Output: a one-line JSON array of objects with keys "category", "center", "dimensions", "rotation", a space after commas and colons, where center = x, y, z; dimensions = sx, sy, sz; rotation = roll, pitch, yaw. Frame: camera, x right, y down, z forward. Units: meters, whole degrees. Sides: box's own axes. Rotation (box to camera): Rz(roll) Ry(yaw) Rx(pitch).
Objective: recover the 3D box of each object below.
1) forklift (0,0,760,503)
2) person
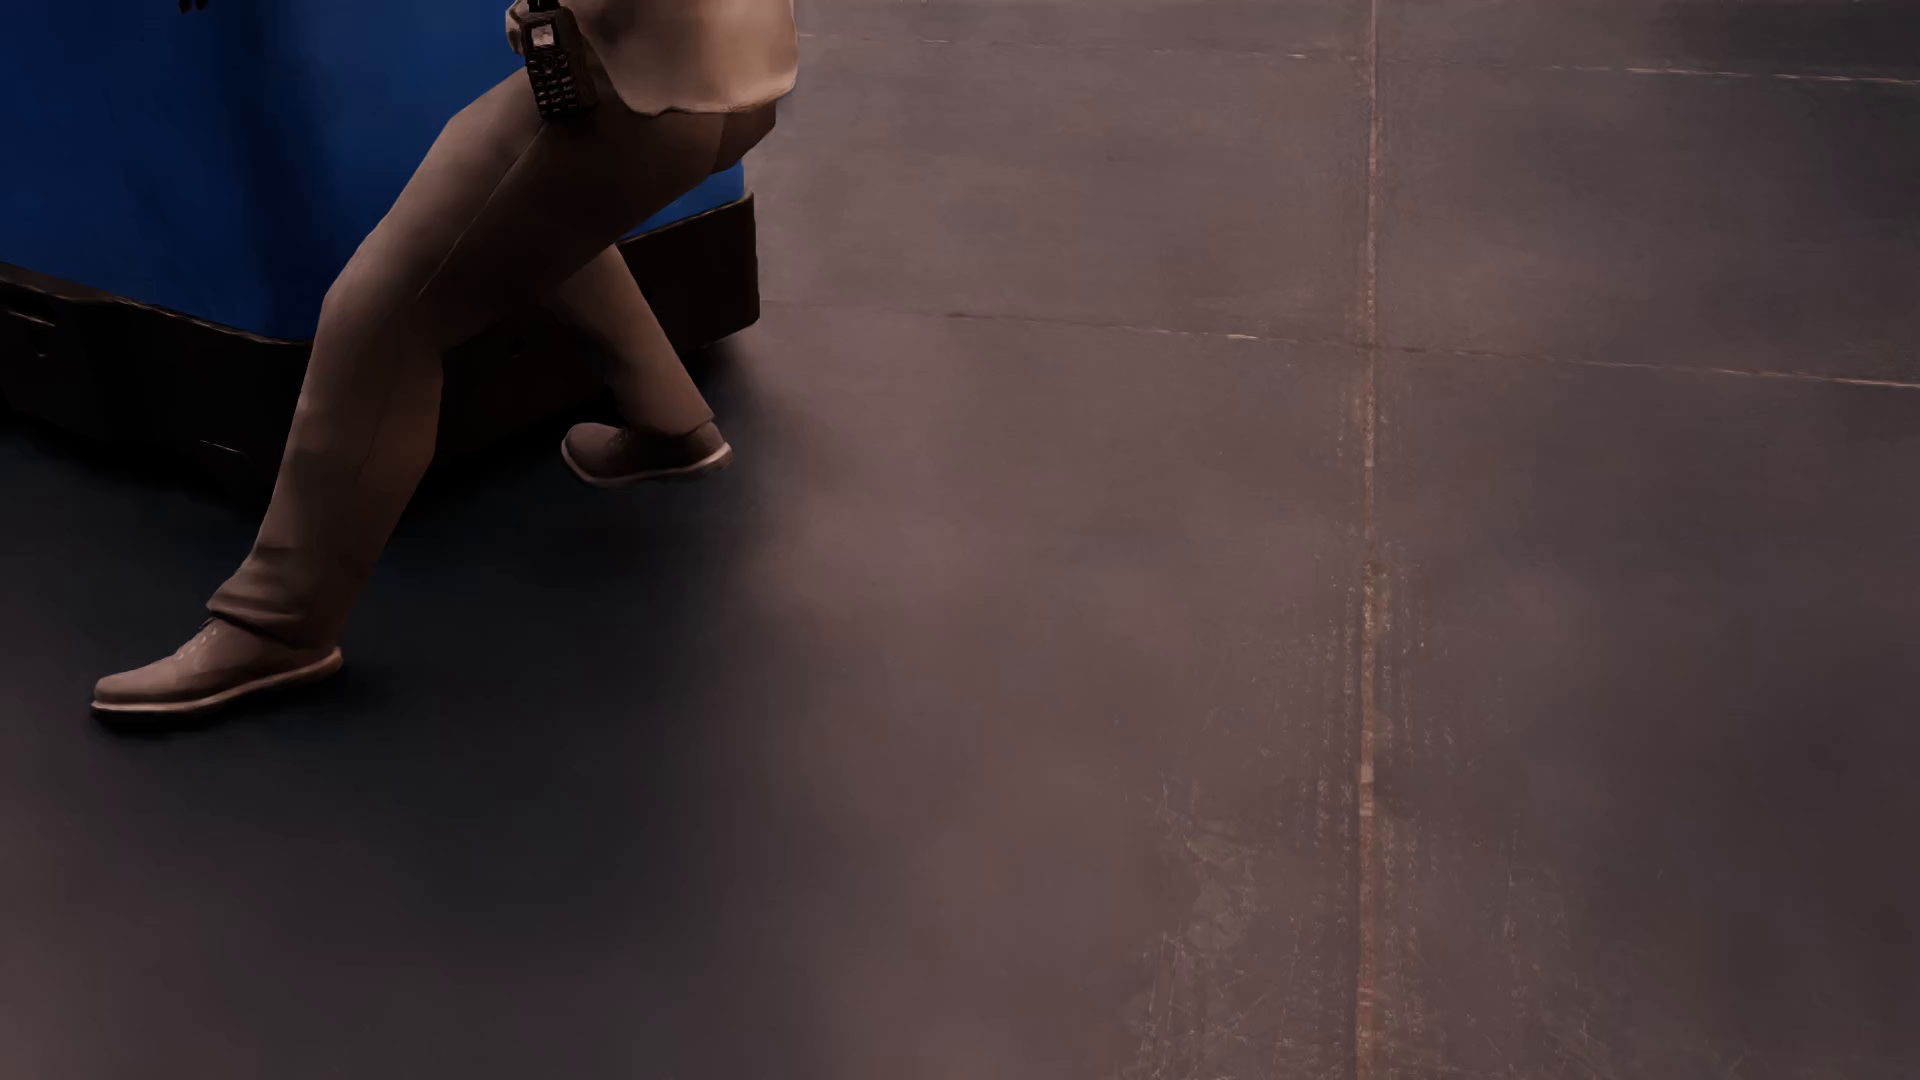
[{"category": "forklift", "center": [-1.902, -1.855, 2.923], "dimensions": [3.031, 2.935, 1.130], "rotation": [16, 31, 29]}, {"category": "person", "center": [-0.589, -0.590, 2.006], "dimensions": [0.722, 1.524, 0.952], "rotation": [9, 28, 17]}]
